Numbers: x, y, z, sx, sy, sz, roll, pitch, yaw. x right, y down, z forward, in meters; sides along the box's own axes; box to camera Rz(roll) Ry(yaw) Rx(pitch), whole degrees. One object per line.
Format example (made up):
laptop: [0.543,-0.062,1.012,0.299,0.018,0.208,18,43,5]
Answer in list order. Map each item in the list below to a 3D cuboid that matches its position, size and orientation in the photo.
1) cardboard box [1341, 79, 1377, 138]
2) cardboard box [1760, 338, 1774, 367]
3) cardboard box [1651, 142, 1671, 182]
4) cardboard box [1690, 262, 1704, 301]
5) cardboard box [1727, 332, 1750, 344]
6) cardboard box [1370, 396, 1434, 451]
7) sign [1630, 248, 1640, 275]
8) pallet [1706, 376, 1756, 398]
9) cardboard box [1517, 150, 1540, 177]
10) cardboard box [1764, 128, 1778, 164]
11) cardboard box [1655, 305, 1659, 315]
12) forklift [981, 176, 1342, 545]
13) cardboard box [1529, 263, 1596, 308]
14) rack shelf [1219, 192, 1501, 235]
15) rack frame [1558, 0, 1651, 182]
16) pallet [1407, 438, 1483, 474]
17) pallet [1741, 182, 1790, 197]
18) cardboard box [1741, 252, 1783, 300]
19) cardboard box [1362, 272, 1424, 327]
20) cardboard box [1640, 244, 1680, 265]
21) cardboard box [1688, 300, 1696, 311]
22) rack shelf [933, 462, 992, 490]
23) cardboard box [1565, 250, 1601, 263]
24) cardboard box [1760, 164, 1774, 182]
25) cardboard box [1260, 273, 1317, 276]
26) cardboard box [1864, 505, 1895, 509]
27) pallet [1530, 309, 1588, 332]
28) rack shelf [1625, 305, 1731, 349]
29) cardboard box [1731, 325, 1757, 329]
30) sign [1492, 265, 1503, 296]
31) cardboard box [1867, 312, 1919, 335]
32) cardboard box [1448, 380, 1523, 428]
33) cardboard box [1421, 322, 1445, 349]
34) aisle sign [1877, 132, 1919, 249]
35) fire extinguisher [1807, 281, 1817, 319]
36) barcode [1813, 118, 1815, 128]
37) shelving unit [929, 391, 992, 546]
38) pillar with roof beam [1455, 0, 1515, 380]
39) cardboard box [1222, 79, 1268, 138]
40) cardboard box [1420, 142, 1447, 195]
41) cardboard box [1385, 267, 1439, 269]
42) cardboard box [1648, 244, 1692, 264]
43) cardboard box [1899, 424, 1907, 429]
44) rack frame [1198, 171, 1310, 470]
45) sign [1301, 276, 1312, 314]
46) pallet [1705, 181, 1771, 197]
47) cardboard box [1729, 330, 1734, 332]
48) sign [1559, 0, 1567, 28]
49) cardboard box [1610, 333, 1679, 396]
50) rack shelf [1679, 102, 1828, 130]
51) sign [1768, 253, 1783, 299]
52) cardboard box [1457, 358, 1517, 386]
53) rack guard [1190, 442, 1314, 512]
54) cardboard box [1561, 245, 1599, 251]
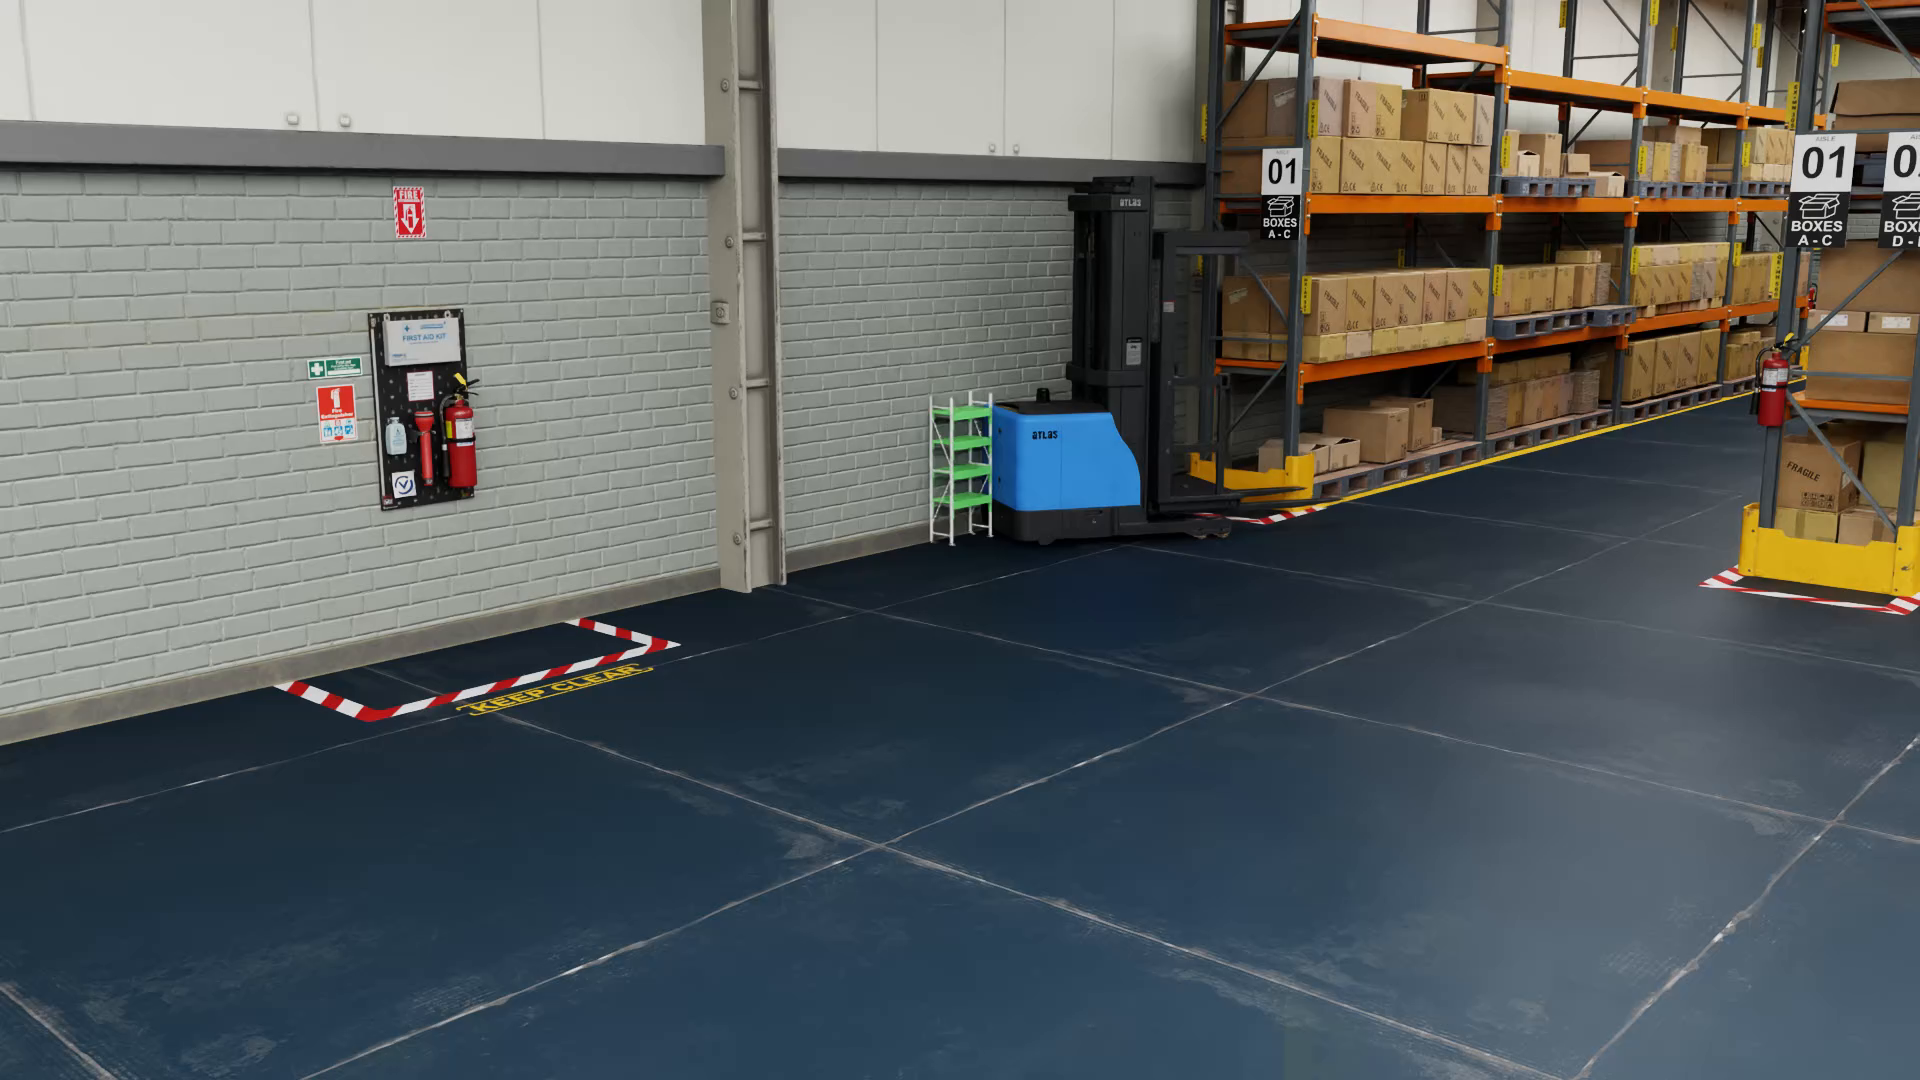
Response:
cardboard box: [3.449,-3.922,15.173,0.500,0.500,0.500,10,15,40]
cardboard box: [12.157,-2.880,25.783,0.700,0.500,0.500,9,14,39]
cardboard box: [8.887,-4.966,21.878,0.700,0.500,0.500,11,16,43]
cardboard box: [9.782,-3.530,22.662,0.500,0.500,0.500,10,15,40]
cardboard box: [11.499,-2.997,24.712,0.380,0.149,0.250,10,15,42]
cardboard box: [4.629,-1.230,17.471,0.500,0.500,0.500,8,14,36]
sign: [8.338,-3.447,20.557,0.100,0.325,0.005,10,15,40]
pallet: [11.126,-2.310,24.736,1.003,0.211,1.213,10,15,40]
cardboard box: [6.111,-4.192,18.538,0.500,0.311,0.500,10,15,42]
cardboard box: [11.581,-5.740,24.276,0.500,0.500,0.500,9,15,39]
cardboard box: [8.966,-3.048,21.905,0.380,0.149,0.250,10,15,42]
forklift: [1.746,-1.540,13.941,3.031,2.935,1.130,-4,12,-17]
cardboard box: [7.273,-3.095,20.172,0.700,0.500,0.500,8,14,35]
rack shelf: [3.964,-3.222,16.363,1.077,0.370,4.000,10,15,40]
rack frame: [7.924,-5.929,20.419,1.000,3.000,0.127,10,15,40]
pallet: [4.867,-0.927,17.816,1.003,0.211,1.213,10,15,40]
pallet: [11.918,-5.300,25.158,1.003,0.211,1.213,10,15,40]
cardboard box: [12.404,-4.126,25.945,0.980,0.700,0.700,10,15,40]
cardboard box: [4.196,-2.369,16.332,0.500,0.500,0.500,10,15,42]
cardboard box: [9.099,-3.746,21.827,0.500,0.250,0.500,10,15,41]
cardboard box: [9.859,-3.229,22.811,0.380,0.149,0.250,10,15,40]
rack shelf: [0.009,-0.527,13.610,0.258,0.148,0.480,9,15,40]
cardboard box: [7.719,-3.515,20.617,0.380,0.149,0.250,7,14,33]
cardboard box: [11.566,-5.368,24.327,0.500,0.250,0.500,9,15,39]
cardboard box: [3.135,-2.283,15.902,0.500,0.500,0.500,10,15,41]
cardboard box: [7.215,-0.152,12.760,0.500,0.250,0.500,10,15,40]
pallet: [6.648,-2.596,19.541,1.003,0.211,1.213,10,15,40]
rack shelf: [9.245,-2.928,22.550,1.077,0.370,4.000,10,15,40]
cardboard box: [12.417,-3.316,26.307,0.380,0.149,0.250,10,15,40]
sign: [5.697,-2.754,17.630,0.100,0.325,0.005,10,15,40]
cardboard box: [6.788,-1.567,11.986,0.380,0.149,0.250,10,15,40]
cardboard box: [6.061,-1.581,19.228,0.700,0.500,0.500,9,15,39]
cardboard box: [4.543,-2.077,16.786,0.500,0.250,0.500,10,15,40]
aisle sign: [6.554,-2.395,11.408,0.394,0.787,0.004,10,15,40]
fire extinguisher: [13.652,-3.905,26.756,0.296,0.674,0.183,10,15,40]
barcode: [6.204,-3.032,12.094,0.001,0.075,0.075,10,15,40]
shelving unit: [0.009,-0.590,13.598,0.258,1.200,0.503,9,15,40]
pillar with roof beam: [9.650,-5.293,17.235,9.100,9.000,0.400,10,15,40]
cardboard box: [2.732,-3.927,15.197,0.500,0.500,0.500,11,15,43]
cardboard box: [4.456,-3.663,16.426,0.500,0.500,0.500,9,14,38]
cardboard box: [4.817,-2.660,17.788,0.500,0.500,0.500,9,15,39]
cardboard box: [9.431,-3.822,22.207,0.500,0.250,0.500,9,15,39]
cardboard box: [7.880,-0.666,13.419,0.500,0.500,0.500,10,15,40]
rack frame: [2.644,-1.810,15.114,1.000,3.000,0.127,10,15,40]
sign: [3.051,-2.164,14.678,0.100,0.325,0.005,10,15,40]
pallet: [11.113,-5.122,24.264,1.003,0.211,1.213,10,15,40]
cardboard box: [11.578,-3.128,25.369,0.380,0.149,0.250,10,15,41]
sign: [7.505,-6.536,20.669,0.100,0.325,0.005,10,15,40]
cardboard box: [9.091,-2.358,22.274,0.750,0.750,0.750,10,15,40]
rack shelf: [11.885,-6.262,24.948,1.077,0.370,4.000,10,15,40]
sign: [5.969,-1.926,12.135,0.100,0.325,0.005,10,15,40]
cardboard box: [6.045,-1.932,19.068,0.500,0.250,0.500,9,15,39]
rack guard: [2.694,-0.595,15.414,1.175,0.500,0.348,10,15,40]
cardboard box: [8.029,-3.659,21.394,0.500,0.250,0.500,10,15,42]
